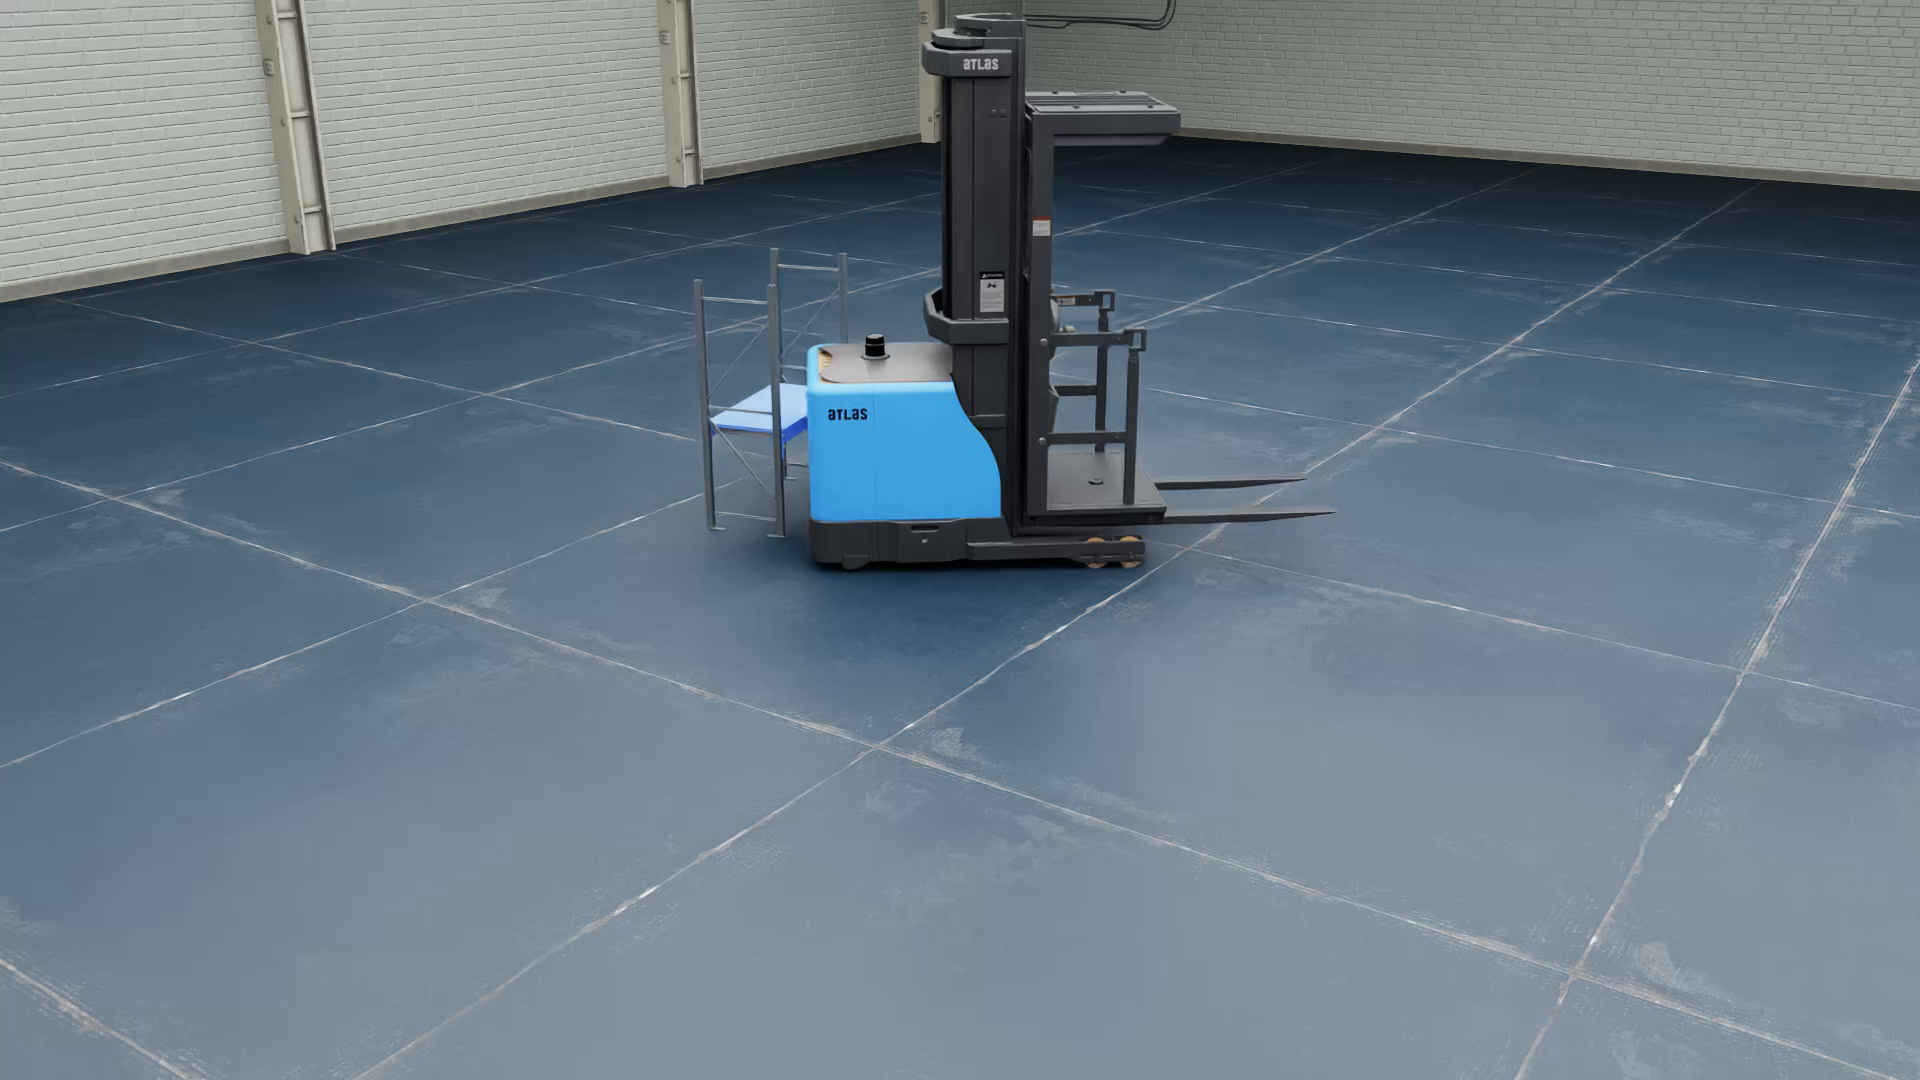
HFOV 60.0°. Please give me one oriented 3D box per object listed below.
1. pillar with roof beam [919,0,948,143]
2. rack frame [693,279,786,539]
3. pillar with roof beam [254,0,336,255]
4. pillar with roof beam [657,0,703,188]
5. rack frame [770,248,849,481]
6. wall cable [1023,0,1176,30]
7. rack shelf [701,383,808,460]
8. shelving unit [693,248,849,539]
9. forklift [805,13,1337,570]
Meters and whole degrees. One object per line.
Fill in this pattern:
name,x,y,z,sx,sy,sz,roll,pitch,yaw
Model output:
pillar with roof beam,3.125,-10.036,23.926,9.100,9.000,0.400,13,24,32
rack frame,-1.270,-0.745,9.618,0.500,1.500,0.032,7,21,18
pillar with roof beam,-3.621,-6.593,14.617,9.100,9.000,0.400,13,24,32
pillar with roof beam,-0.248,-8.314,19.271,9.100,9.000,0.400,13,24,32
rack frame,-0.937,-1.079,10.519,0.500,1.500,0.032,7,21,18
wall cable,2.314,-10.007,28.322,3.097,2.526,0.112,13,24,32
rack shelf,-1.104,-0.743,10.131,0.538,0.185,1.000,7,21,18
shelving unit,-1.104,-0.912,10.069,0.538,1.500,1.048,7,21,18
forklift,0.634,-1.401,9.328,3.031,2.935,1.130,-2,20,-5
